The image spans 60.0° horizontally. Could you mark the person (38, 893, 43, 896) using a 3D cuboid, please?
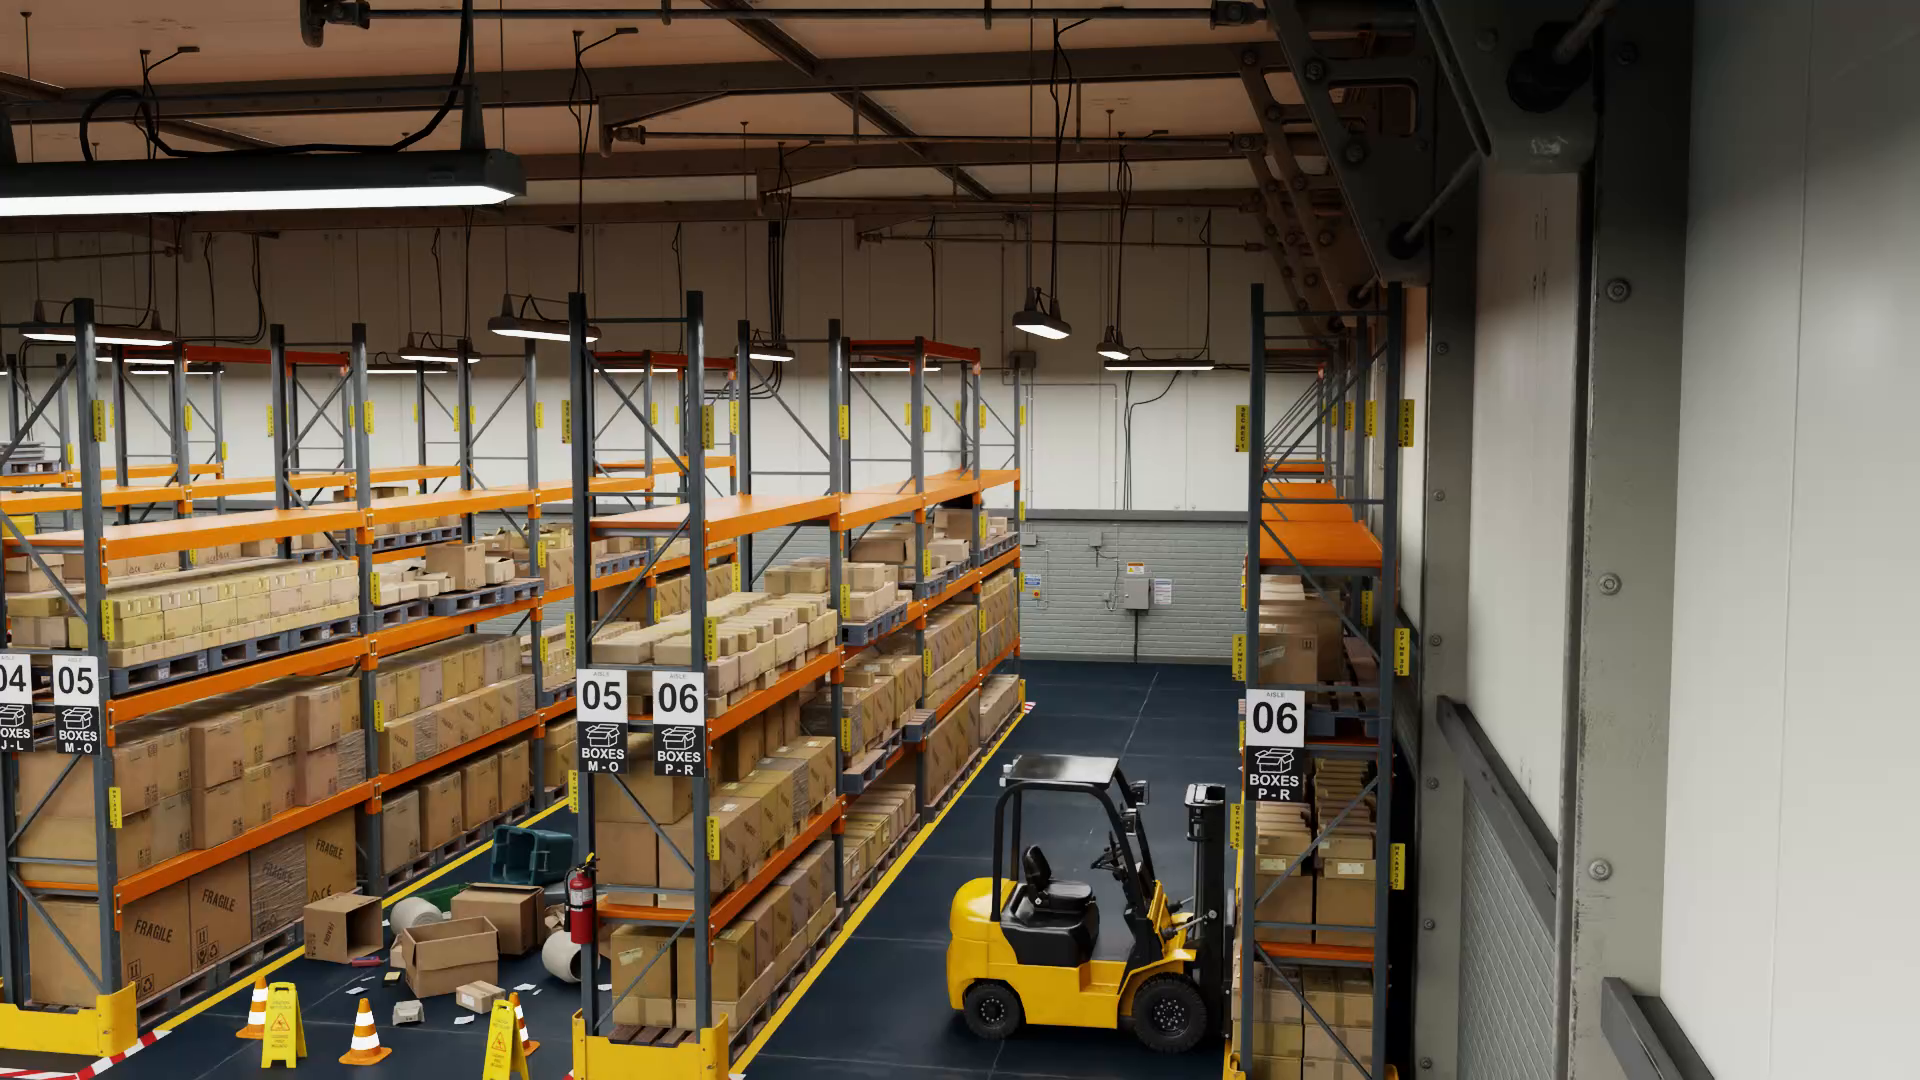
[{"bbox_3d":[-9.158,3.021,16.835,0.556,1.589,0.893,-1,5,-7],"label":"person"}]
